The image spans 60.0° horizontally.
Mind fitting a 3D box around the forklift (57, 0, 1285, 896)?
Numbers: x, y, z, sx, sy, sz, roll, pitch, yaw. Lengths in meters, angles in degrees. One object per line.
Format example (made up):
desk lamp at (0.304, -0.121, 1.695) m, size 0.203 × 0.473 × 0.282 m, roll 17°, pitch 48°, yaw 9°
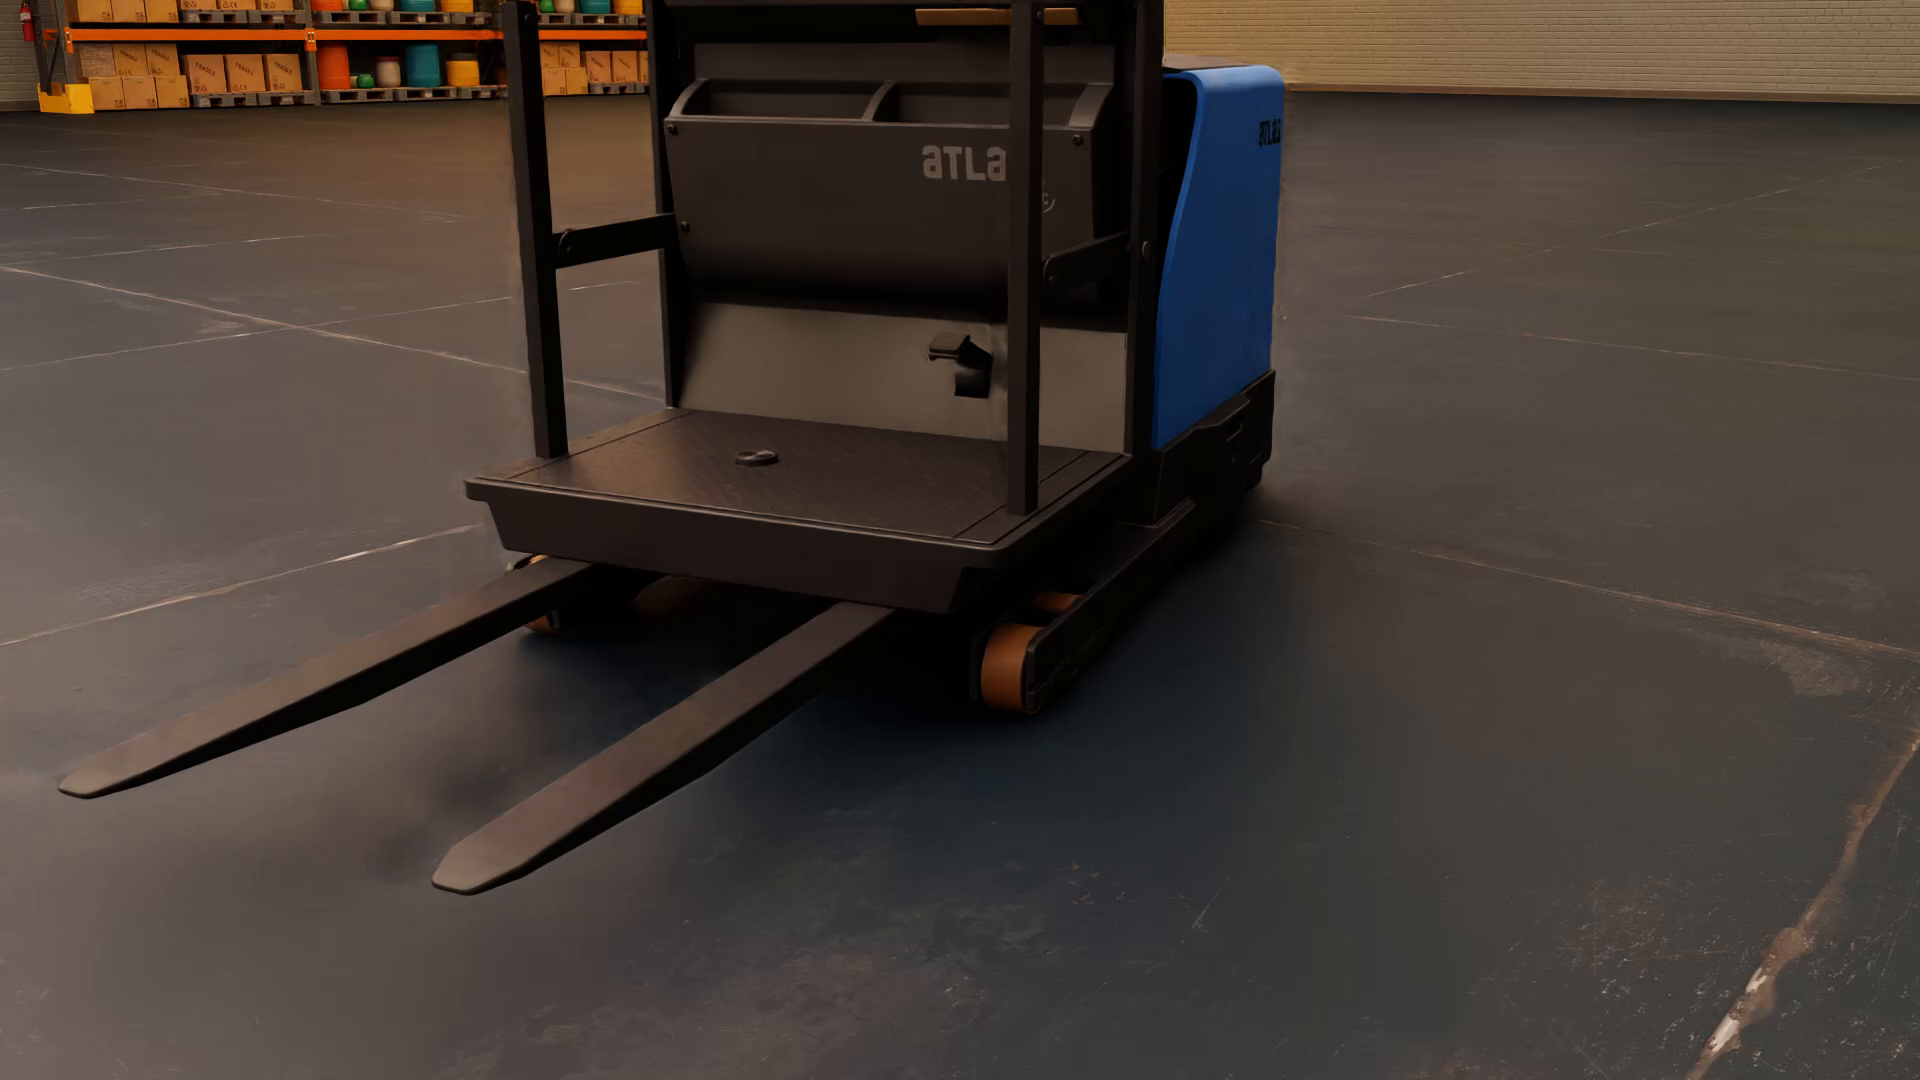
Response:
forklift at (-0.238, -1.234, 2.961) m, size 1.130 × 2.935 × 3.031 m, roll 7°, pitch 18°, yaw 23°
